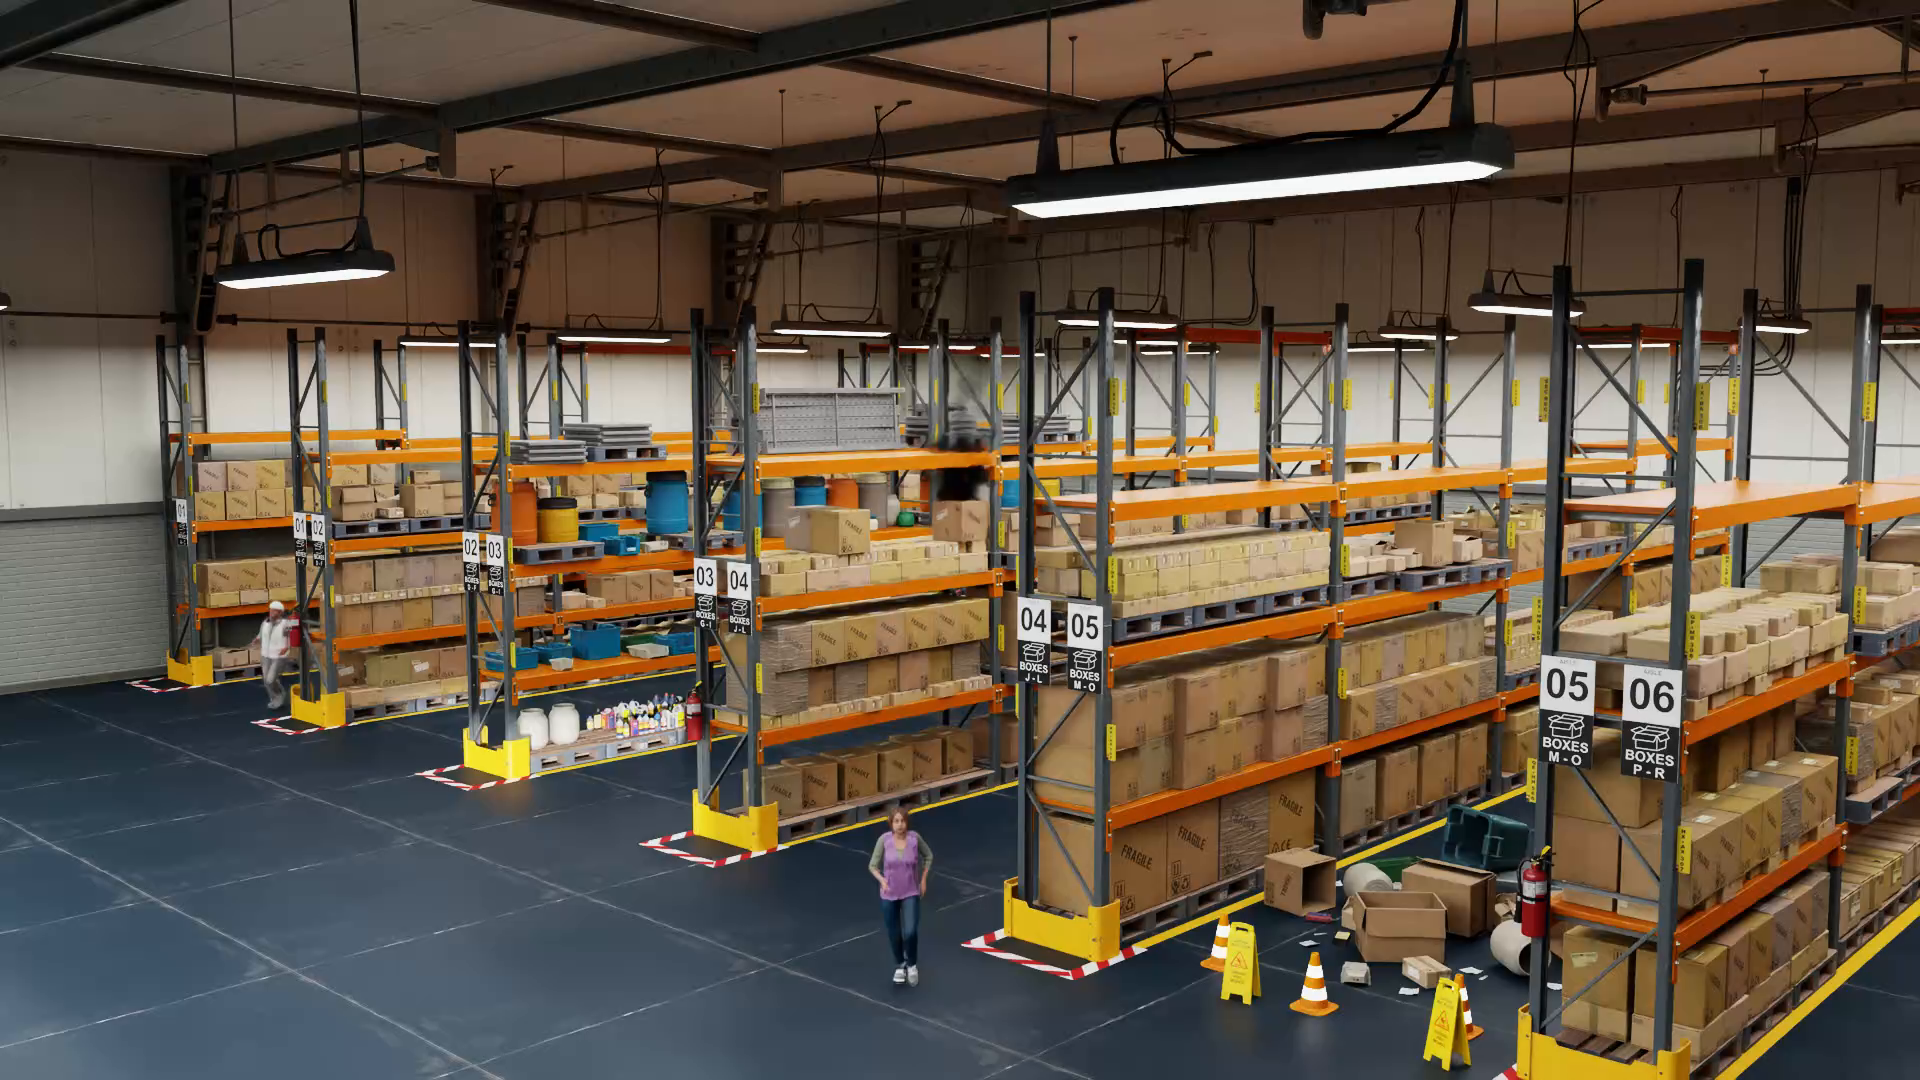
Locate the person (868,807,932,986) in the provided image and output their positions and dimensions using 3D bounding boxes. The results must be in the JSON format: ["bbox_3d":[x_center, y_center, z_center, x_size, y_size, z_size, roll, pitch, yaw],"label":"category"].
[{"bbox_3d":[-0.510,3.047,14.167,0.541,1.570,0.611,0,5,1],"label":"person"}]

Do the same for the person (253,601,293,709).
[{"bbox_3d":[-10.842,1.833,26.292,0.670,1.733,0.631,2,6,16],"label":"person"}]
